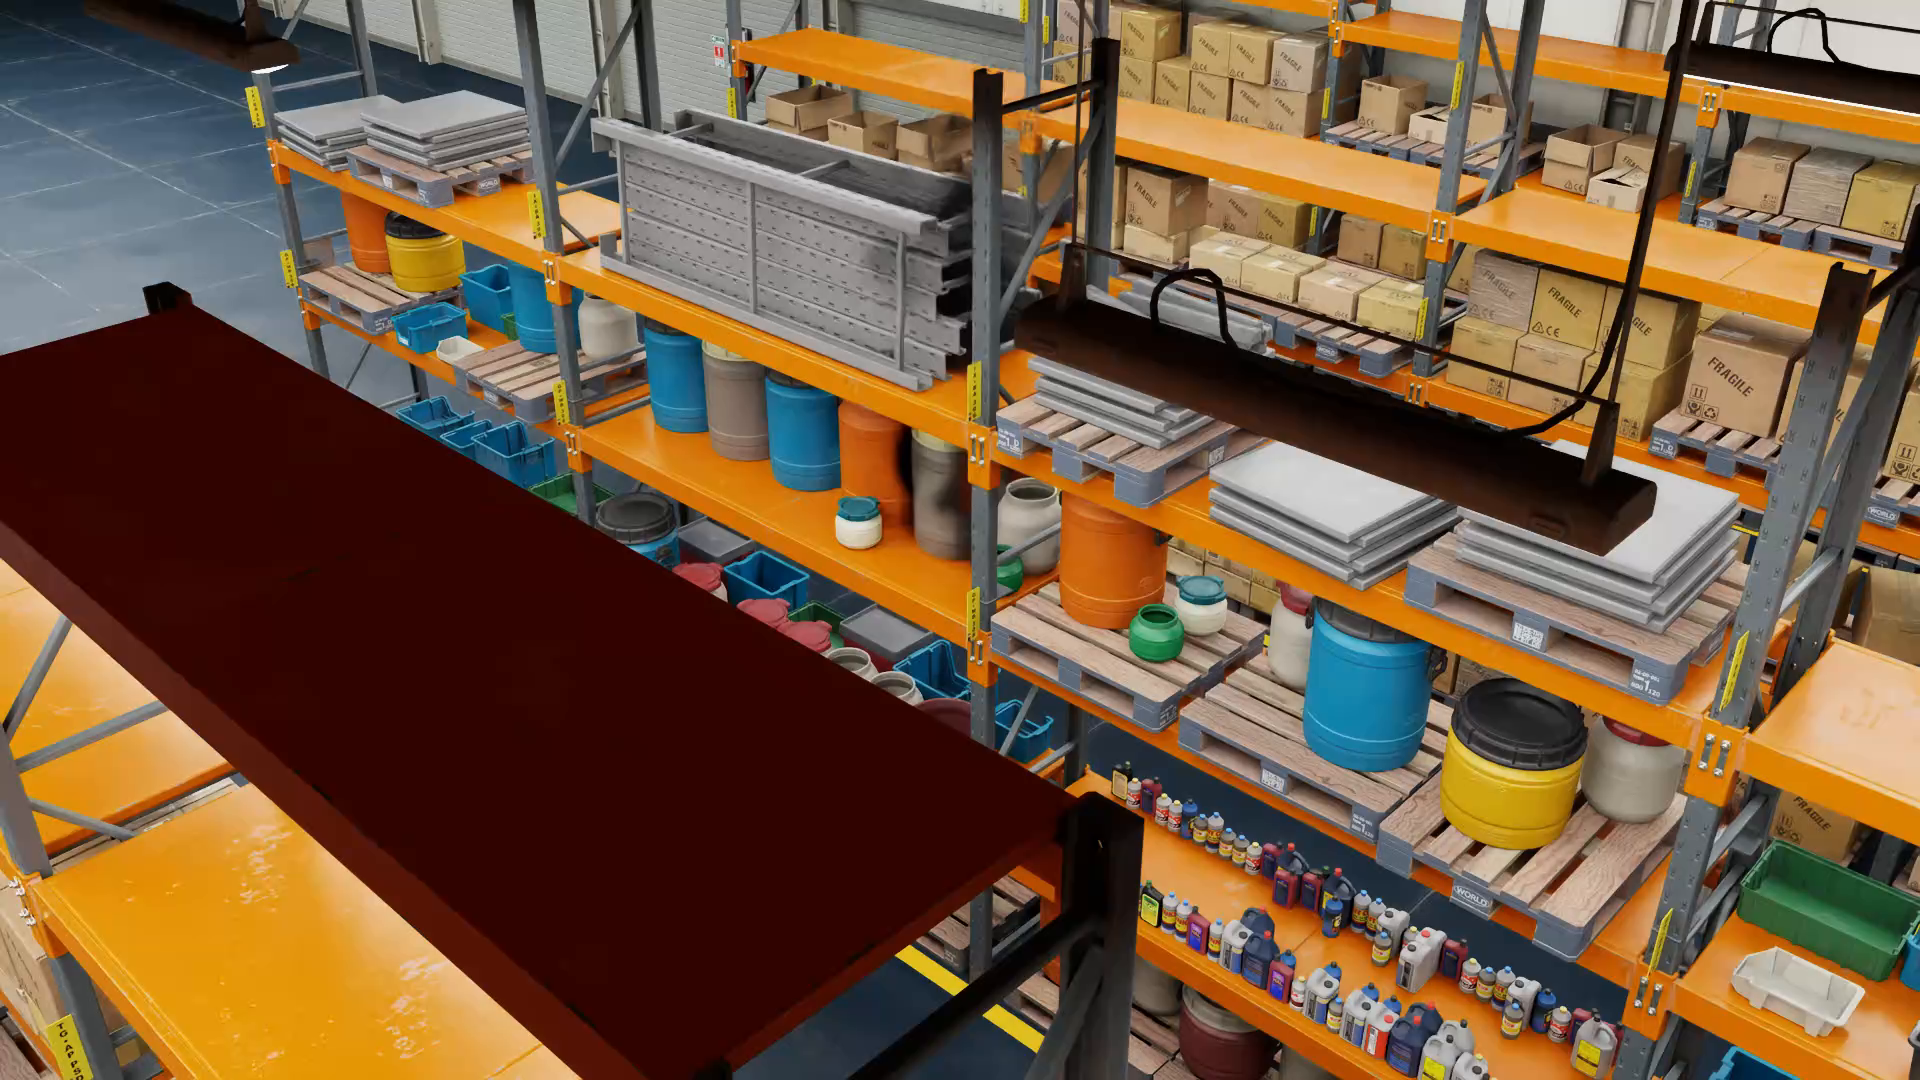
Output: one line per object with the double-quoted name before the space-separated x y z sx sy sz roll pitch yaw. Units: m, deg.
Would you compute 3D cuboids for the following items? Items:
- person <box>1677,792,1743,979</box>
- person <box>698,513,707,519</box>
"person" 4.770 2.234 10.700 0.544 1.555 0.536 17 33 27
"person" -2.119 -0.295 15.052 0.645 1.673 0.664 18 34 29
